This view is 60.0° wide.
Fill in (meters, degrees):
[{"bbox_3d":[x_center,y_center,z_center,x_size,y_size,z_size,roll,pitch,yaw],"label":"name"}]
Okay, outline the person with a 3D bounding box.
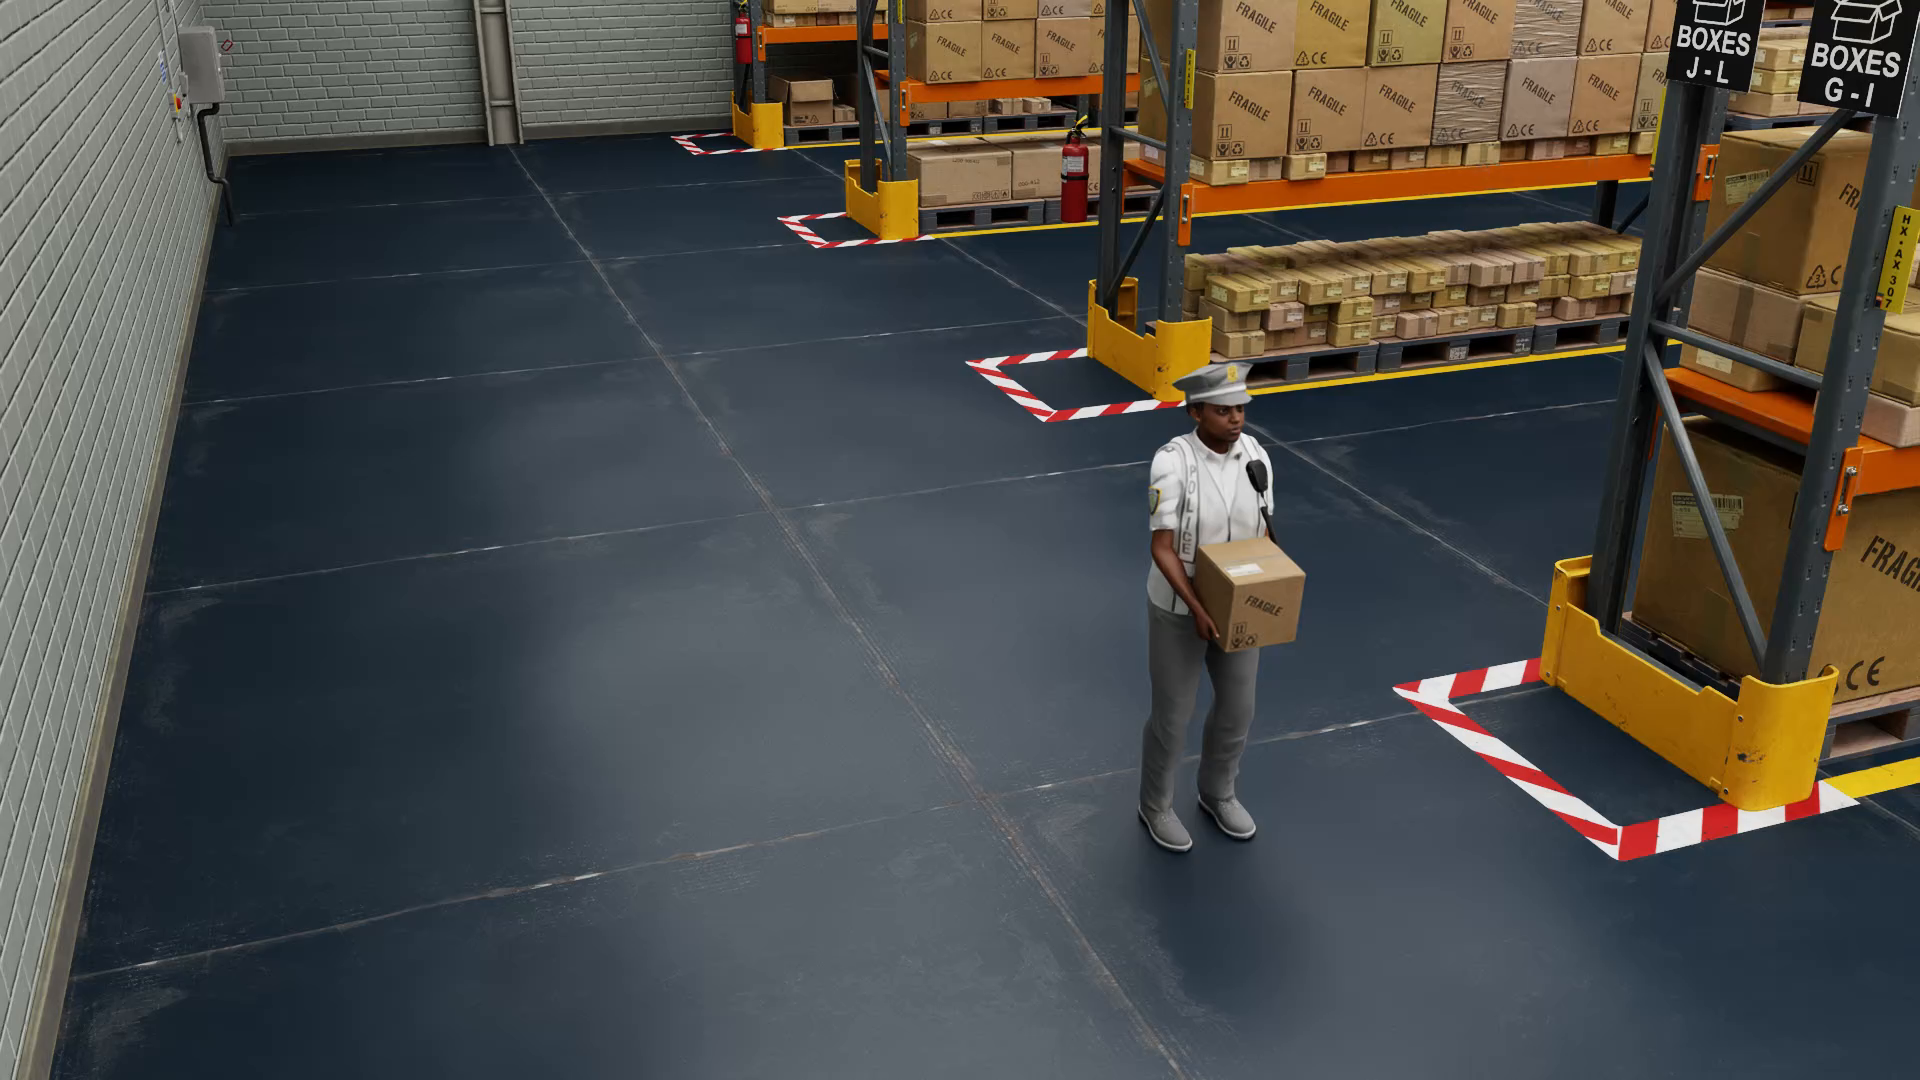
[{"bbox_3d":[0.843,0.245,5.477,0.451,1.689,0.527,-8,24,-18],"label":"person"}]
